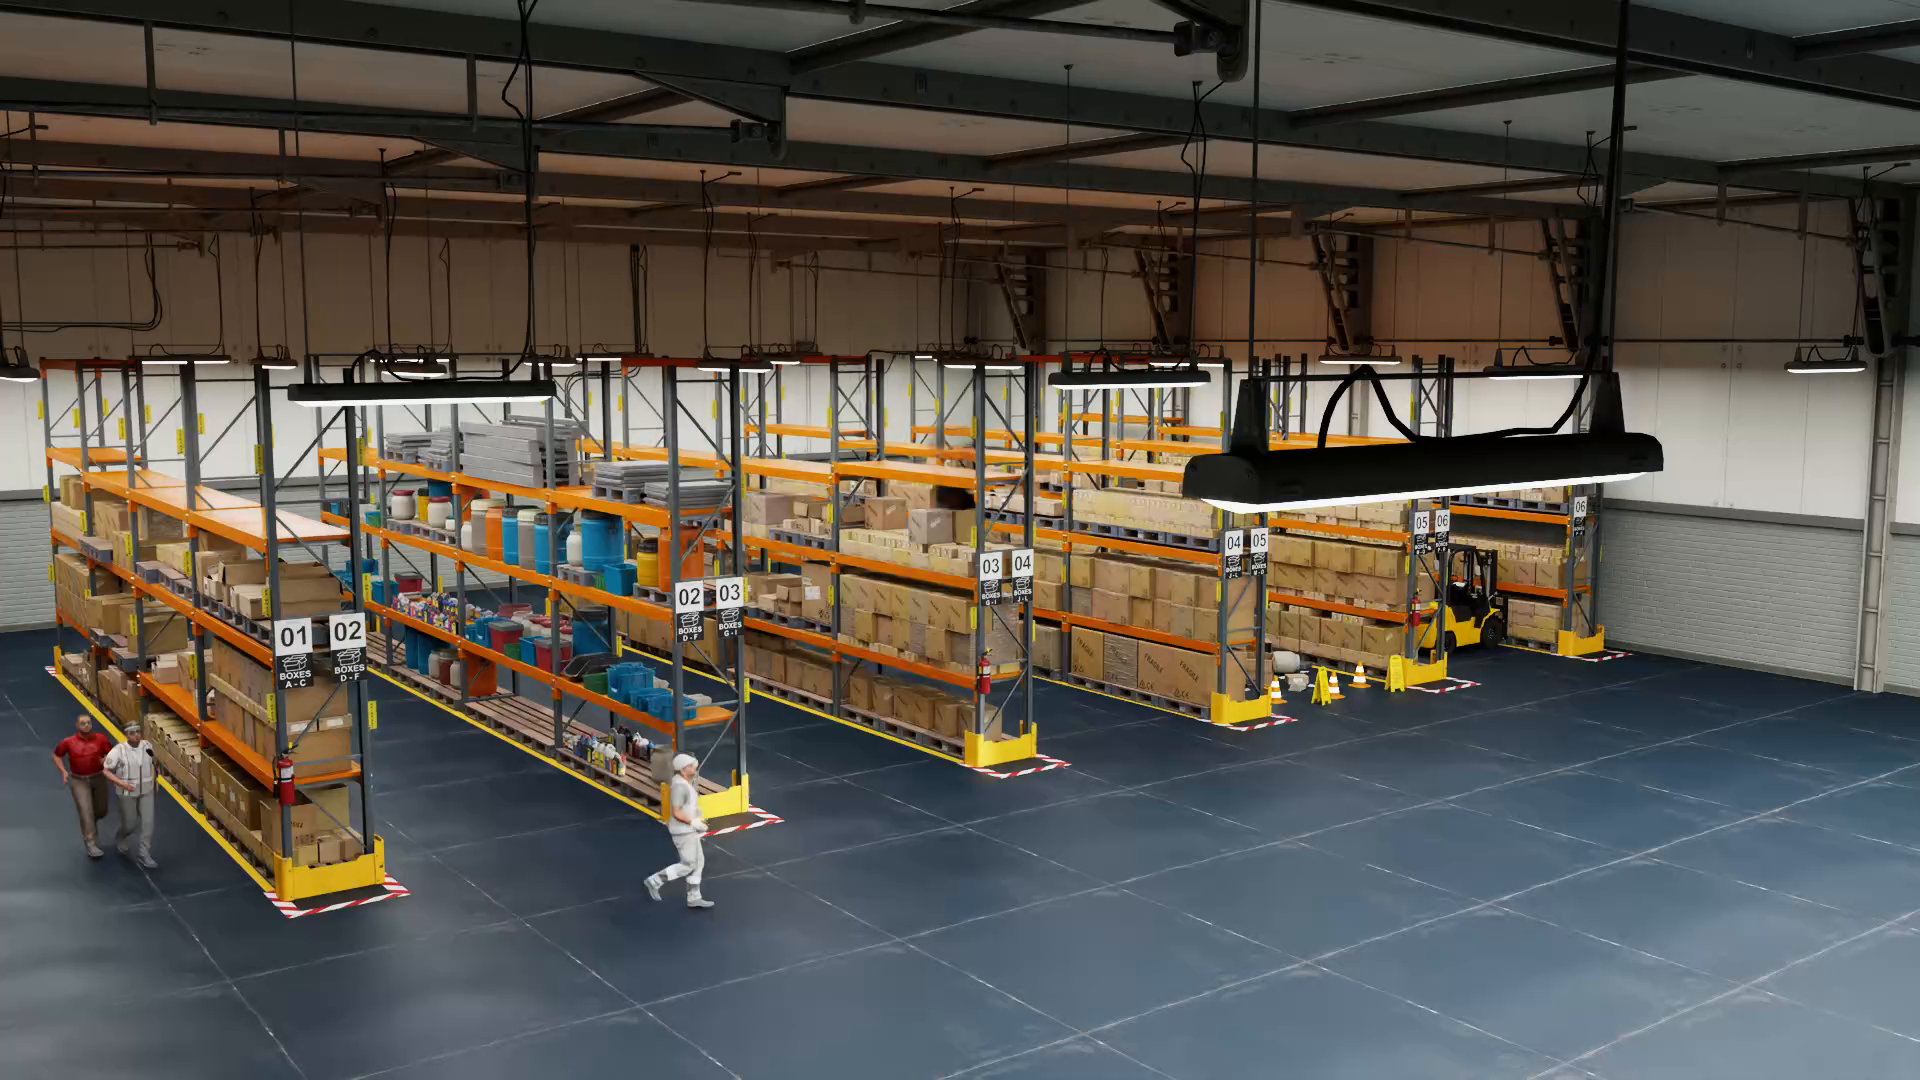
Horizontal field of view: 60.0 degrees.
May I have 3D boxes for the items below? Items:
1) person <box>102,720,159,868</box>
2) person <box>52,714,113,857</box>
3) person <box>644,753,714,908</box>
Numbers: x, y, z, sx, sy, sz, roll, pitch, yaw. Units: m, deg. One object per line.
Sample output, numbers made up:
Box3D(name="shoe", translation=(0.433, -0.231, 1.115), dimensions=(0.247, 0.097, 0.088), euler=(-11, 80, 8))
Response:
Box3D(name="person", translation=(-10.036, 3.050, 20.192), dimensions=(0.841, 1.774, 0.666), euler=(7, 9, 43))
Box3D(name="person", translation=(-10.800, 3.006, 20.604), dimensions=(0.673, 1.699, 0.884), euler=(-6, 9, -42))
Box3D(name="person", translation=(-3.144, 3.247, 18.562), dimensions=(0.768, 1.769, 0.660), euler=(-1, 7, -7))
